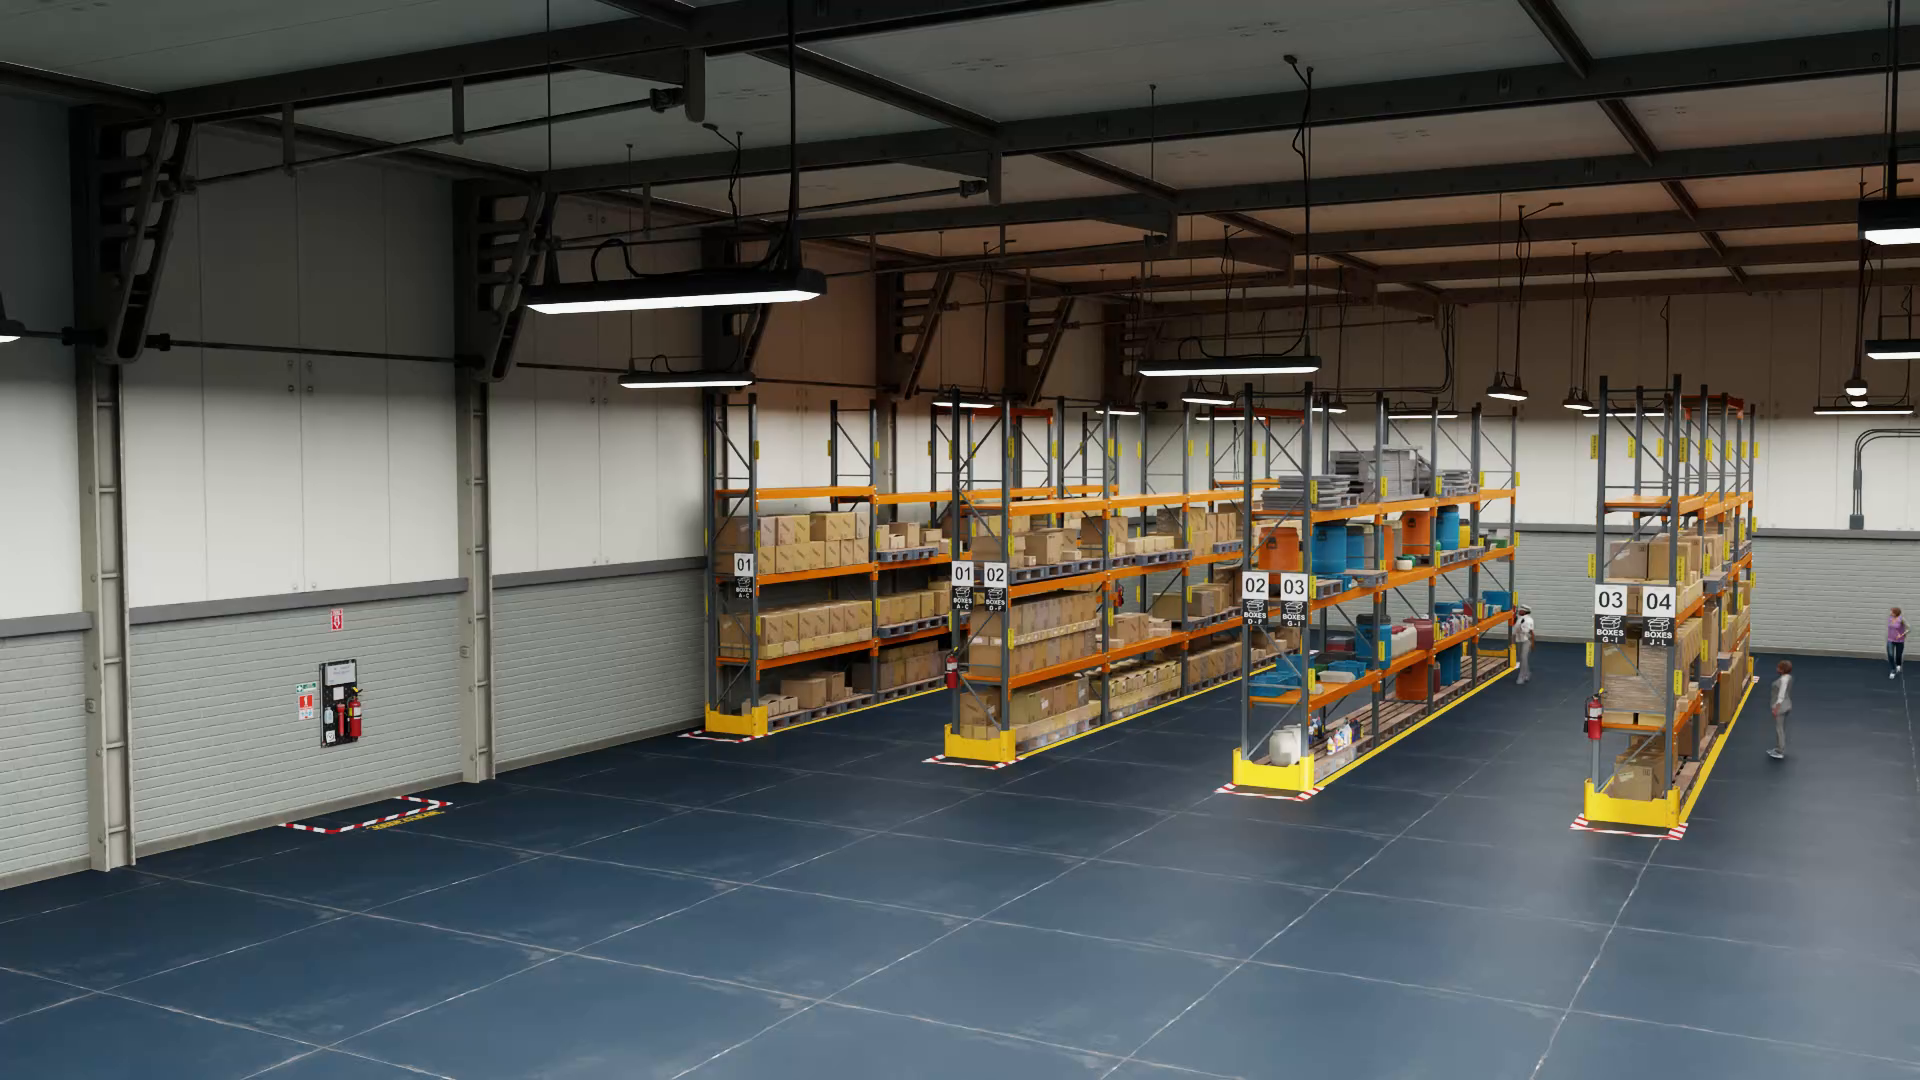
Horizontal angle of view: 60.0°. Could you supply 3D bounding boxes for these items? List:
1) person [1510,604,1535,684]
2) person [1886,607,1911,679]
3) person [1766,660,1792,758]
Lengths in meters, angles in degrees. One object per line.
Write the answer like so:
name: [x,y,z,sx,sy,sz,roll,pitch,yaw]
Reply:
person: [12.121,2.218,35.838,0.743,1.680,0.530,-2,4,-39]
person: [20.683,2.254,36.644,0.480,1.590,0.656,2,4,32]
person: [13.324,2.738,27.102,0.436,1.596,0.471,3,4,44]
